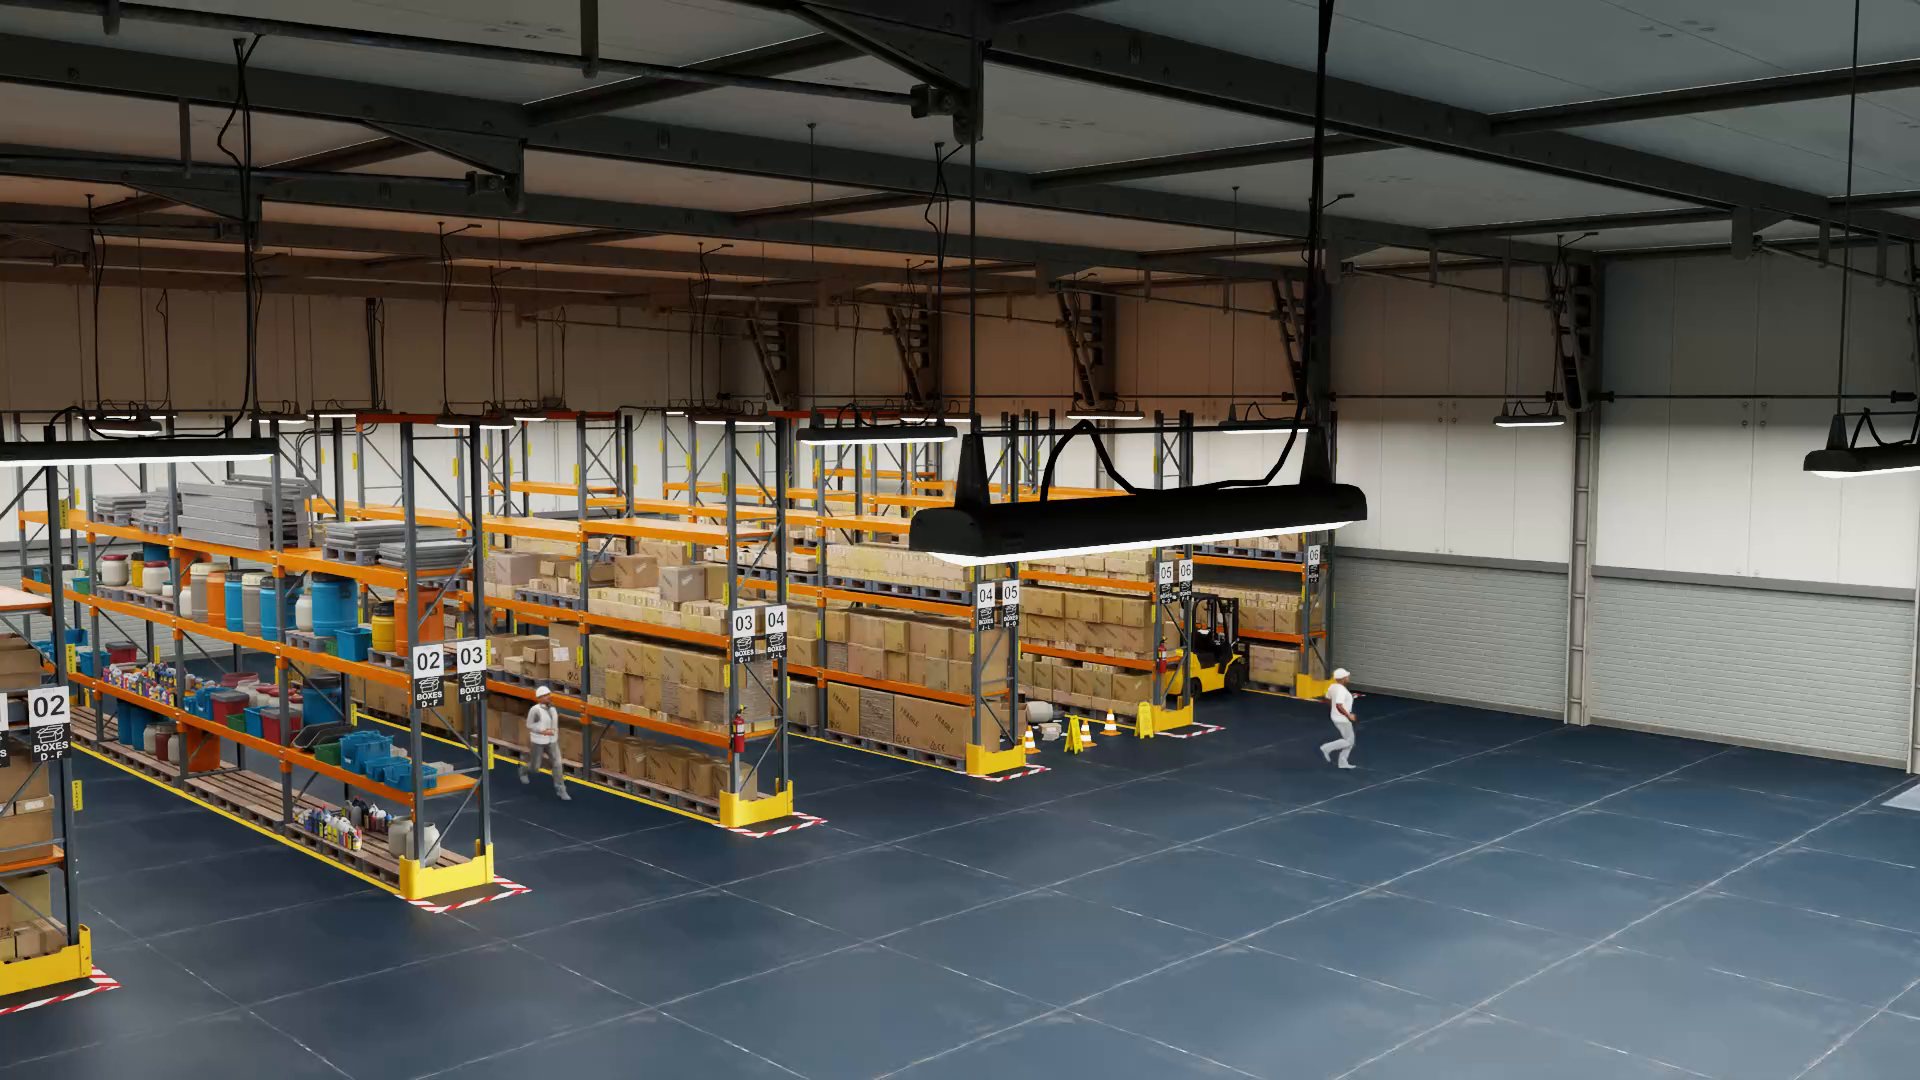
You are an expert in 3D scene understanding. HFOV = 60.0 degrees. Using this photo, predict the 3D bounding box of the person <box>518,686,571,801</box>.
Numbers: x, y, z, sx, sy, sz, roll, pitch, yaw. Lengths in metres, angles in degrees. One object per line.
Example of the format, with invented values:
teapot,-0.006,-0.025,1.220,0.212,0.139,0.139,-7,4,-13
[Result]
person,-6.587,3.185,26.222,1.127,1.778,0.624,4,7,41

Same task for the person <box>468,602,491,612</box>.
person,-11.701,1.954,40.181,0.712,1.750,0.990,2,5,21

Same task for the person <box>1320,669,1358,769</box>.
person,6.409,3.032,28.174,0.654,1.725,0.705,0,5,-2
